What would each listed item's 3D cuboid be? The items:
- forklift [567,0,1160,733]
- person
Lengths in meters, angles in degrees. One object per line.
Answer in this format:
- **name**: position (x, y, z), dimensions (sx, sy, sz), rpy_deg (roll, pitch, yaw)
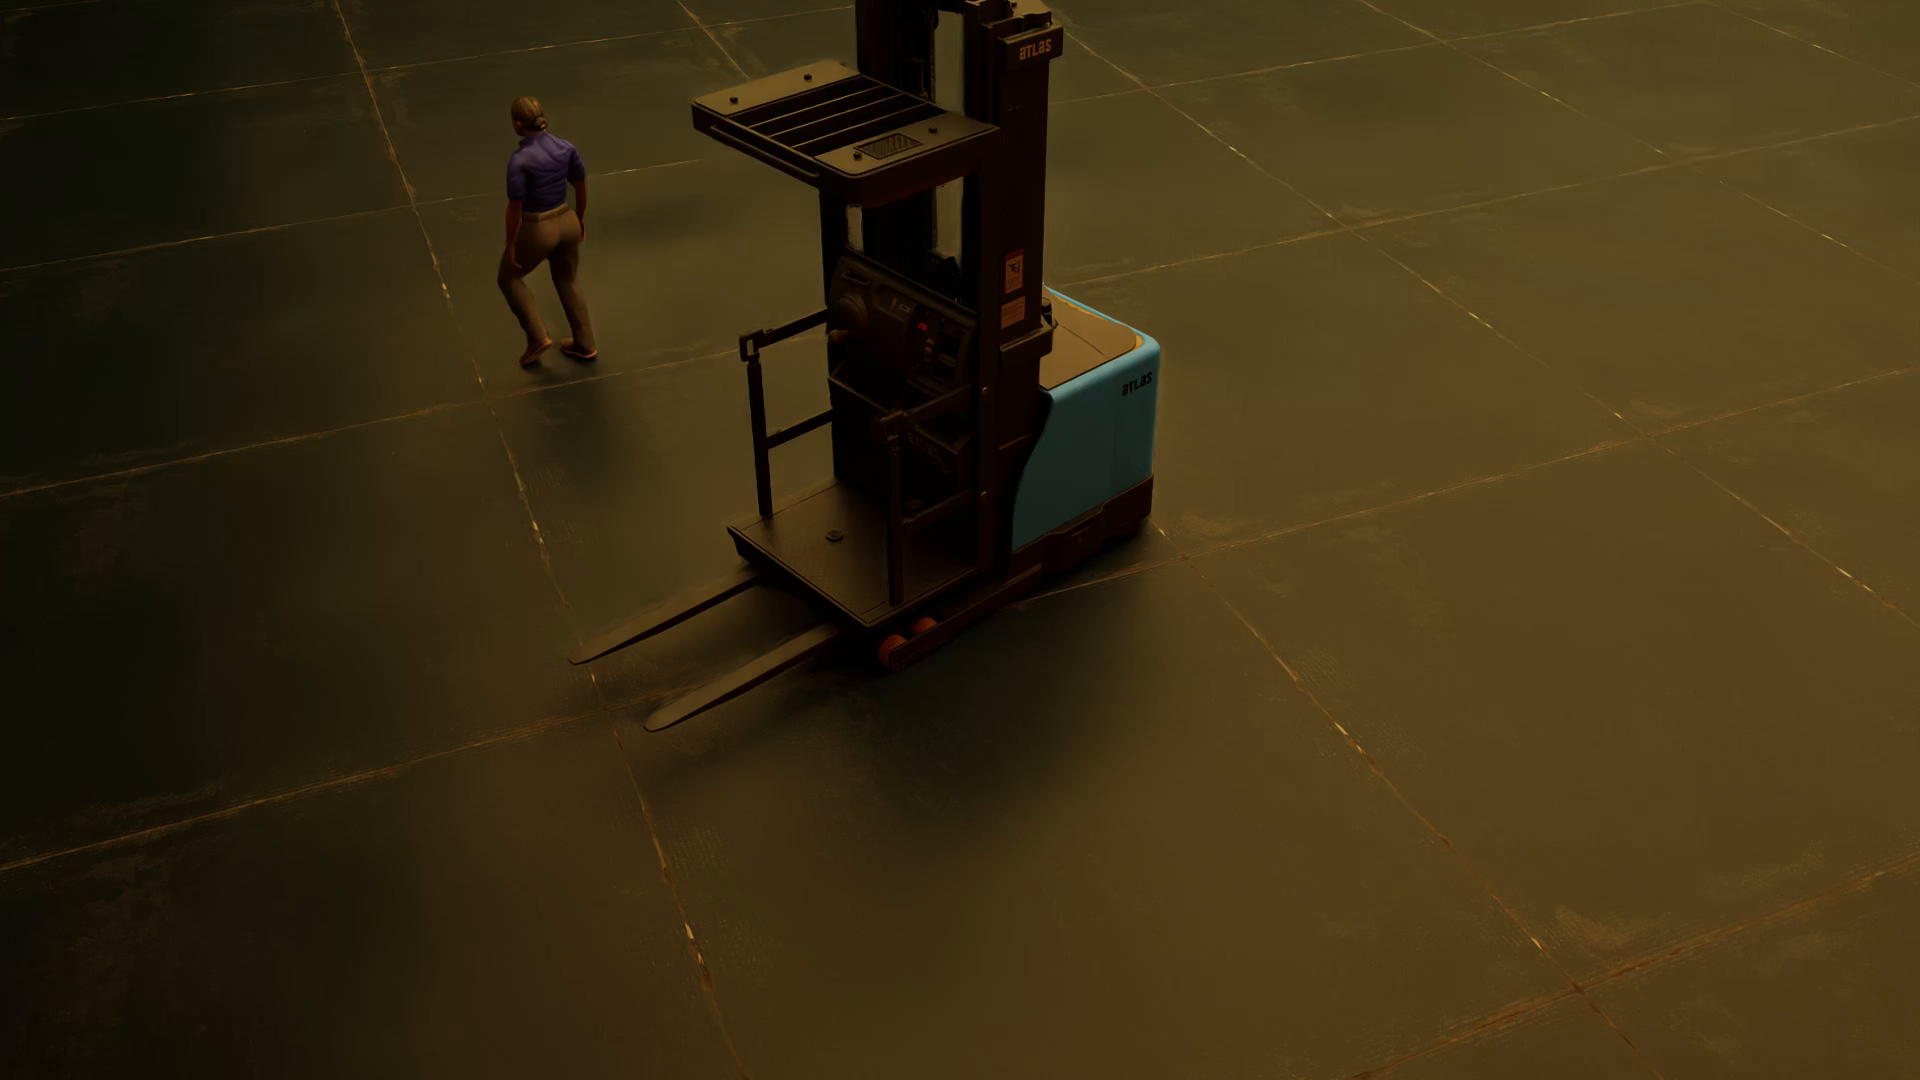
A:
- **forklift**: position (-0.428, -0.927, 7.402), dimensions (3.031, 2.935, 1.130), rpy_deg (-28, 44, -33)
- **person**: position (-2.467, -1.814, 9.787), dimensions (0.464, 1.661, 0.562), rpy_deg (25, 43, 31)
